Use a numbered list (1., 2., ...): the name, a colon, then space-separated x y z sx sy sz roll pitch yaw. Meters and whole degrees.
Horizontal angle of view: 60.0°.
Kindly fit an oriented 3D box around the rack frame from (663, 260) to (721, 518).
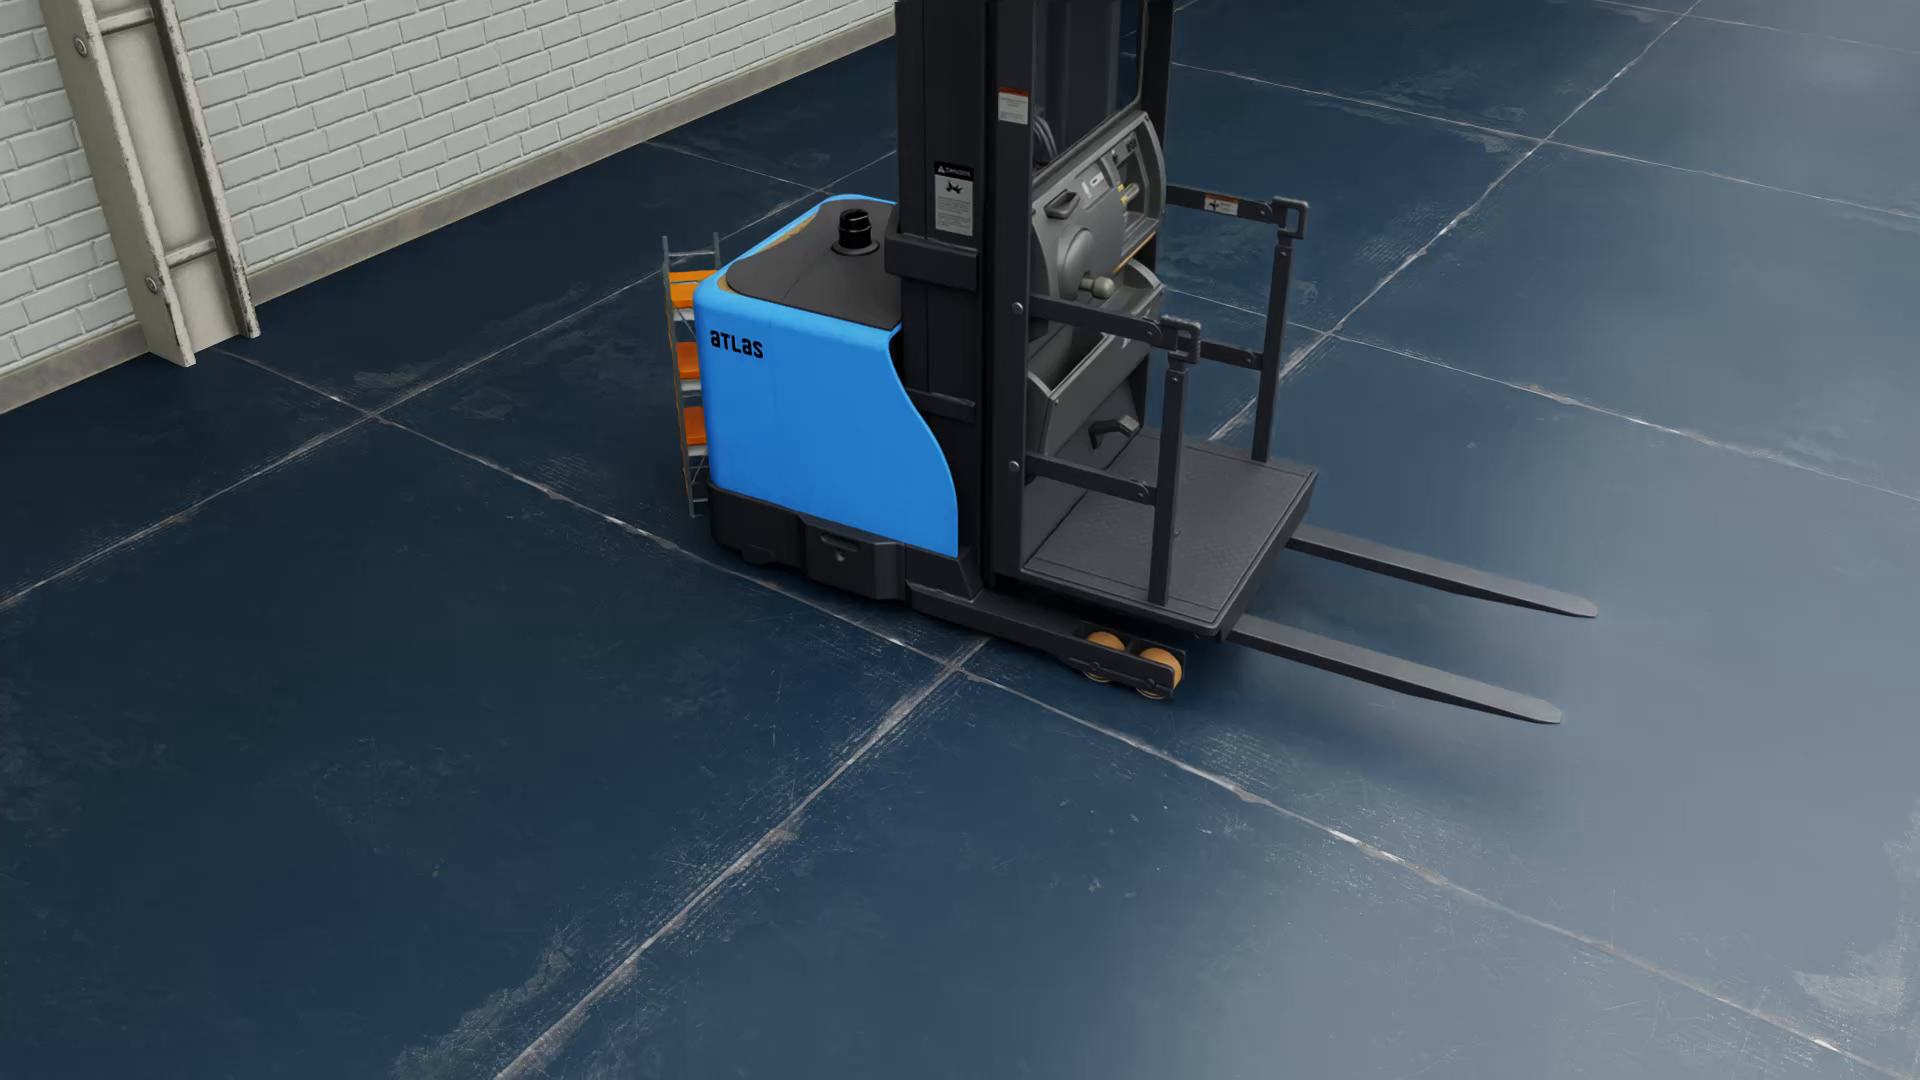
1. rack frame: -0.936 -0.533 6.099 0.200 1.050 0.008 -5 34 -7

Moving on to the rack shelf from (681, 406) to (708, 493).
1. rack shelf: -0.955 -0.360 6.360 0.215 0.259 0.240 -5 34 -7

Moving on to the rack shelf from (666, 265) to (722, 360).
1. rack shelf: -0.956 -0.827 6.047 0.215 0.259 0.240 -5 34 -7

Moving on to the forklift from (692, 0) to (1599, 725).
1. forklift: 0.626 -1.031 5.159 3.031 2.935 1.130 16 37 23

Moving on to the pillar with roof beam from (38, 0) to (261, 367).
1. pillar with roof beam: 0.085 -3.258 3.035 9.100 9.000 0.400 21 39 28

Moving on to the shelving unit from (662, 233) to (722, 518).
1. shelving unit: -0.955 -0.600 6.199 0.215 1.050 0.252 -5 34 -7

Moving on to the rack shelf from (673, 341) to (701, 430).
1. rack shelf: -0.955 -0.591 6.205 0.215 0.259 0.240 -5 34 -7

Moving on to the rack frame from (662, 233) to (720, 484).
1. rack frame: -0.975 -0.667 6.299 0.200 1.050 0.008 -5 34 -7
